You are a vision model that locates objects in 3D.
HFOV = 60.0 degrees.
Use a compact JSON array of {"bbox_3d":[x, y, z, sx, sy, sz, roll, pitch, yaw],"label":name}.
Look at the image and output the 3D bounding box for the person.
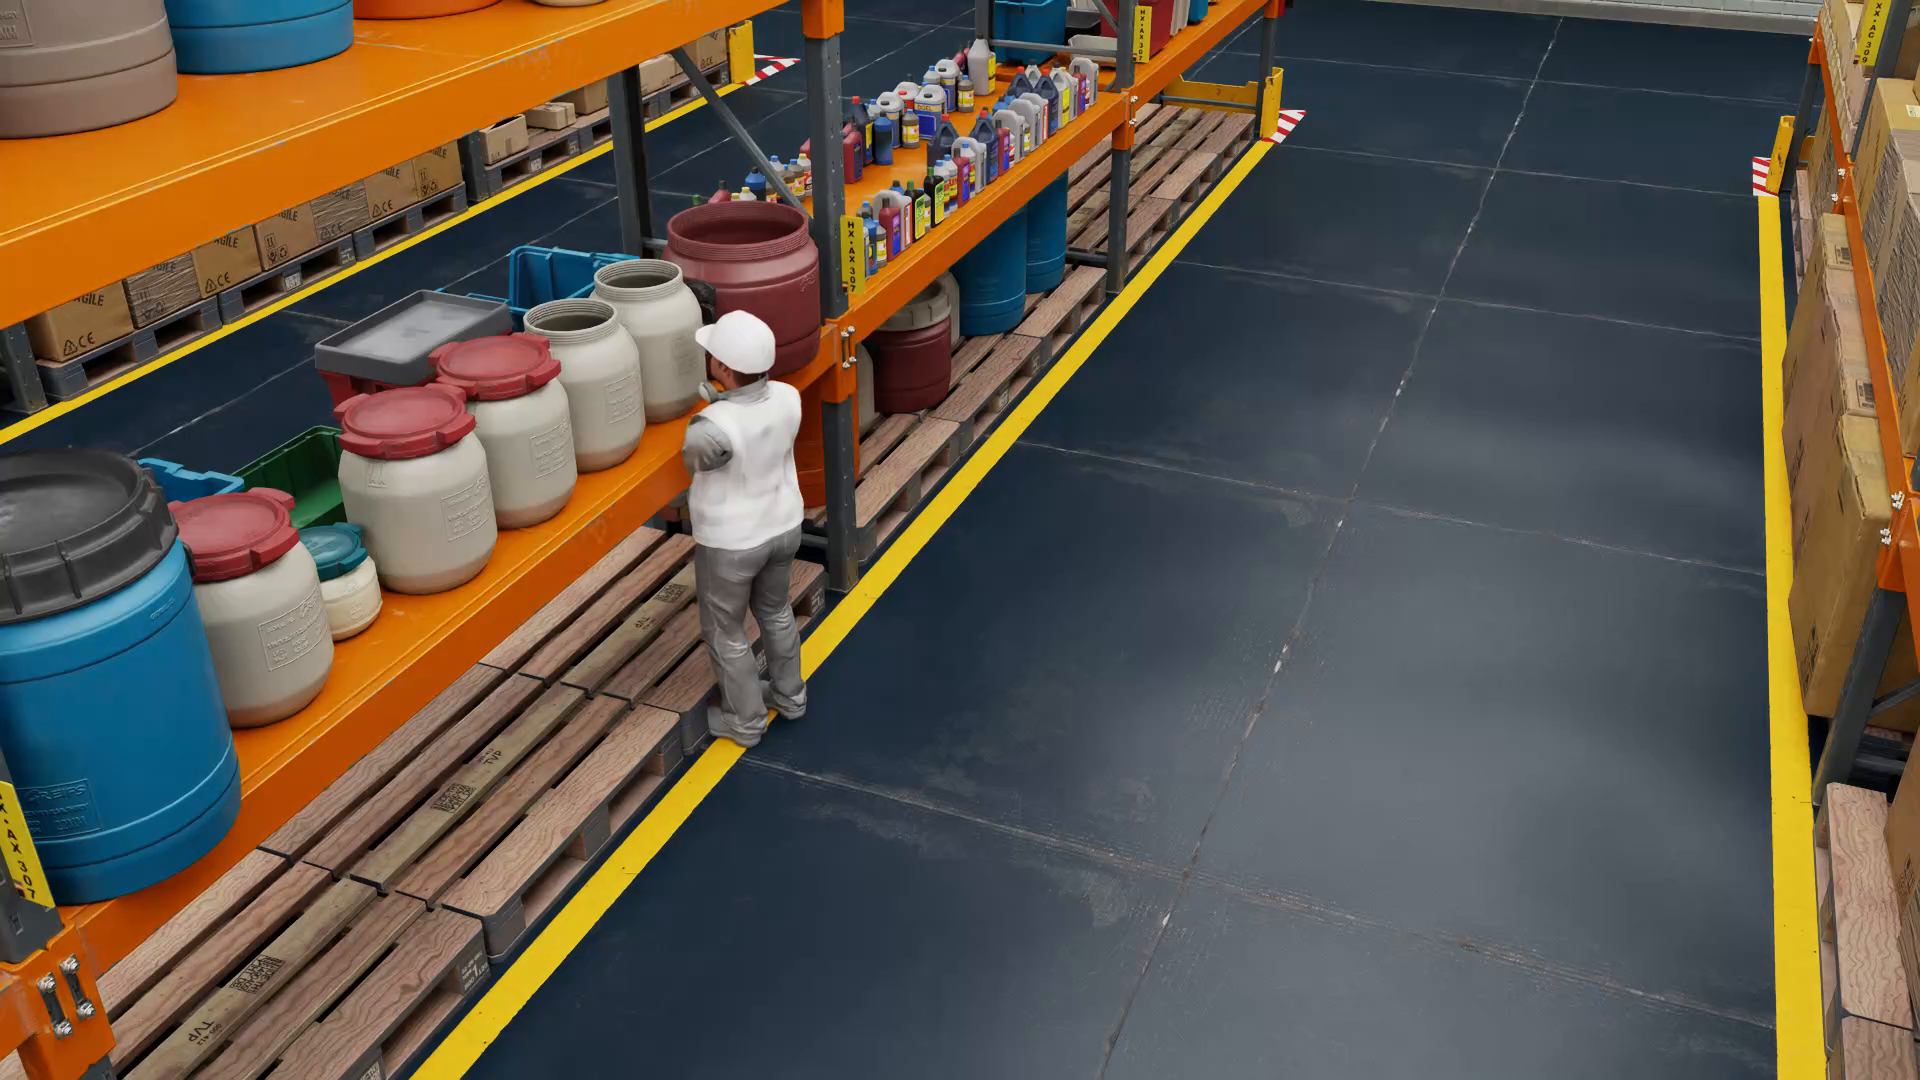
[{"bbox_3d":[-0.876,-0.064,6.224,0.560,1.762,0.494,23,37,35],"label":"person"}]
